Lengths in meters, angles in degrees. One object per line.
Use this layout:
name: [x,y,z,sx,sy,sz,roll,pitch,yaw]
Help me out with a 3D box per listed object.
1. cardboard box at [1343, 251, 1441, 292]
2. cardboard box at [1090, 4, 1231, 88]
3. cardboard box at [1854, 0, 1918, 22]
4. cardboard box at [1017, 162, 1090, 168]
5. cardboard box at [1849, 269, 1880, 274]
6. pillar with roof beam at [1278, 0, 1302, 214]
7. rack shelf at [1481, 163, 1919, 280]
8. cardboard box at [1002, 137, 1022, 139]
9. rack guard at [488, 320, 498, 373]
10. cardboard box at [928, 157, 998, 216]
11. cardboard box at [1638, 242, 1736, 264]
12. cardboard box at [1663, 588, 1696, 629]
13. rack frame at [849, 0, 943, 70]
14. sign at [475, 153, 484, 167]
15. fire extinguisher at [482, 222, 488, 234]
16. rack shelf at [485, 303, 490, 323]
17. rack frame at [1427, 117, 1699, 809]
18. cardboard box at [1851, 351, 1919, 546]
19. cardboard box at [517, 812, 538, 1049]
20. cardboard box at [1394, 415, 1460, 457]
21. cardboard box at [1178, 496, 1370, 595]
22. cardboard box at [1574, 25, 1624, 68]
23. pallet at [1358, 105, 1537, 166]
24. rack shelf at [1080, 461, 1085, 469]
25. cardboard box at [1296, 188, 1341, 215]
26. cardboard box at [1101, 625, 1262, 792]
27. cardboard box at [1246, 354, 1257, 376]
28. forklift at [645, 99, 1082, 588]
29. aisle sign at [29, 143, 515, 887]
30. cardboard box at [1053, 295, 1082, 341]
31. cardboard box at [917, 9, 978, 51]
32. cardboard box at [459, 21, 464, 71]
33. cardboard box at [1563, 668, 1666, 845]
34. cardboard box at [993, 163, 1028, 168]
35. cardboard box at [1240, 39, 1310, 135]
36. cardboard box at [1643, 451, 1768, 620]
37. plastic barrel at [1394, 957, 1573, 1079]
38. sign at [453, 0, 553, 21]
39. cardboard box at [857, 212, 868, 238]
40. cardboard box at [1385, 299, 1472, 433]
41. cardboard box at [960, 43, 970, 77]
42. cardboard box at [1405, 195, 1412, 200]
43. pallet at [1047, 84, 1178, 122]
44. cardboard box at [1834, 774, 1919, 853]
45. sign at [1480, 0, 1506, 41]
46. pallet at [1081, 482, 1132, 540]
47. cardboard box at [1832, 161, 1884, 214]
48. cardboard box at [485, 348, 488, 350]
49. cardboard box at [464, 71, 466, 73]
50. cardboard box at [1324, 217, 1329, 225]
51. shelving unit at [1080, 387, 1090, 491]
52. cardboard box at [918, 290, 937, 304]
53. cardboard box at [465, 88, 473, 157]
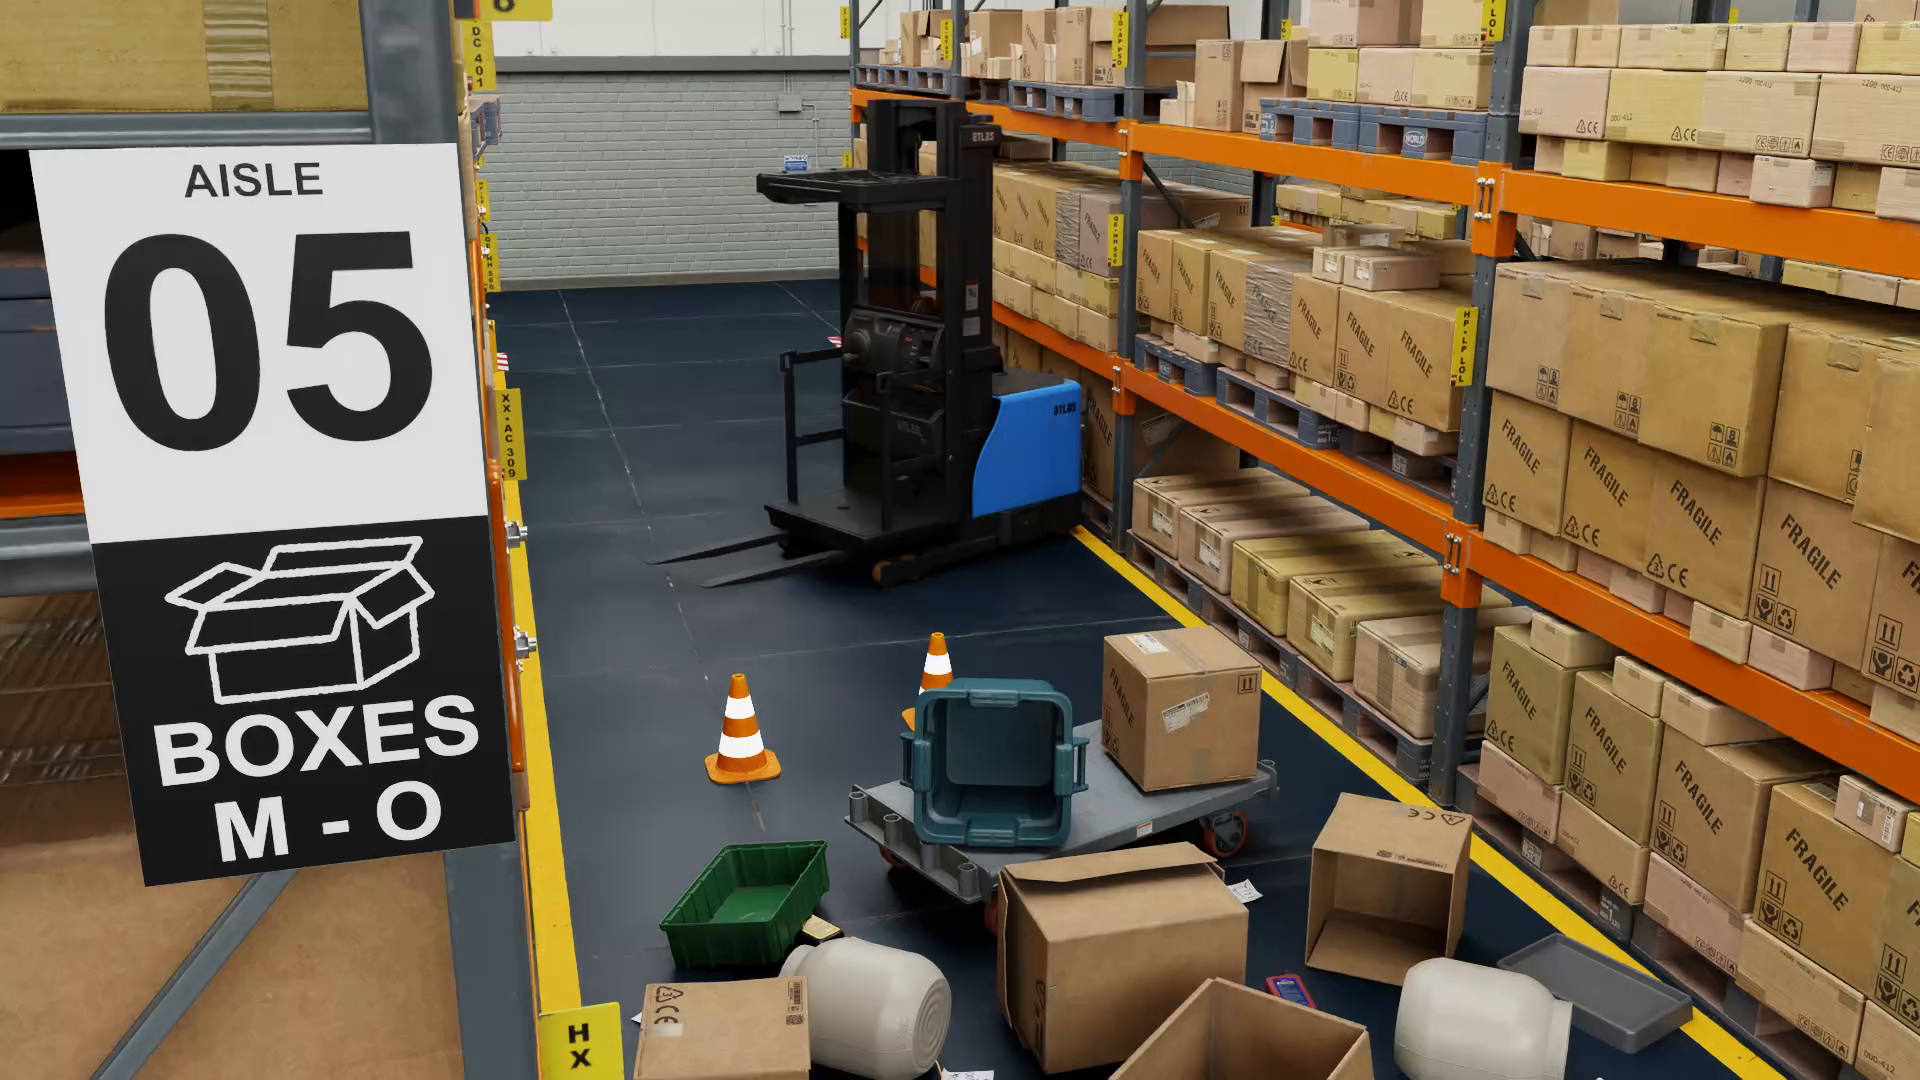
cardboard box: [2.074,-1.291,7.987,0.380,0.149,0.250,-5,17,-17]
cardboard box: [1.272,-3.175,10.685,0.797,0.503,0.637,-6,18,-19]
cardboard box: [6.257,-3.303,10.942,0.500,0.500,0.500,-5,17,-15]
cardboard box: [0.786,-2.925,14.064,0.500,0.500,0.500,-4,17,-13]
cardboard box: [6.267,-1.893,11.240,0.380,0.149,0.250,-4,17,-14]
pillar with roof beam: [0.080,-7.352,20.285,9.100,9.000,0.400,-5,17,-15]
rack shelf: [3.170,-0.828,5.031,1.077,0.370,4.000,-5,17,-15]
cardboard box: [0.388,-3.584,15.131,0.380,0.149,0.250,-5,17,-16]
rack guard: [-5.389,-1.971,17.145,1.175,0.500,0.348,-5,17,-15]
cardboard box: [0.026,-3.138,14.771,0.500,0.500,0.500,-5,17,-16]
cardboard box: [5.691,-2.185,13.042,0.500,0.250,0.500,-6,18,-18]
cardboard box: [2.758,0.223,5.933,0.380,0.149,0.250,-5,17,-16]
rack frame: [-0.678,-6.482,17.388,1.000,3.000,0.127,-5,17,-15]
sign: [-4.870,-3.933,16.771,0.100,0.325,0.005,-5,17,-15]
fire extinguisher: [-5.035,-3.080,17.273,0.296,0.674,0.183,-5,17,-15]
rack shelf: [-4.860,-2.291,15.117,1.077,0.370,4.000,-5,17,-15]
rack frame: [2.620,-0.289,7.201,1.000,3.000,0.127,-5,17,-15]
cardboard box: [2.998,-0.250,4.640,0.700,0.500,0.500,-5,17,-16]
cardboard box: [-1.363,0.750,3.479,0.875,0.550,0.550,-5,17,-15]
cardboard box: [2.213,-0.491,7.578,0.380,0.149,0.250,-4,17,-14]
cardboard box: [1.877,0.022,10.002,0.950,0.372,0.625,-5,17,-16]
cardboard box: [2.492,-1.805,6.083,0.380,0.149,0.250,-4,17,-14]
pallet: [2.553,-1.815,7.393,1.213,0.211,1.003,-5,17,-15]
rack shelf: [0.737,-0.537,11.923,0.258,0.077,0.200,-1,12,-22]
cardboard box: [4.098,-3.786,18.587,0.500,0.250,0.500,-5,17,-15]
cardboard box: [0.917,0.694,6.956,0.500,0.500,0.500,-5,17,-15]
cardboard box: [1.820,-0.998,9.269,0.380,0.149,0.250,-4,17,-13]
forklift: [-0.590,-1.274,10.598,3.031,2.935,1.130,-14,22,-40]
aisle sign: [-0.704,-0.013,1.761,0.394,0.787,0.004,-5,17,-15]
cardboard box: [0.977,-1.583,11.770,0.500,0.250,0.500,-4,17,-14]
cardboard box: [0.020,-4.608,15.280,0.797,0.503,0.637,-3,17,-11]
cardboard box: [-1.591,-1.370,4.426,0.500,0.250,0.500,-5,17,-15]
cardboard box: [2.681,0.799,6.324,0.500,0.500,0.500,-4,17,-13]
cardboard box: [0.266,-2.884,13.929,0.500,0.500,0.500,-4,17,-15]
cardboard box: [1.967,-2.462,9.041,0.797,0.503,0.637,-5,17,-15]
cardboard box: [2.759,-0.059,5.743,0.500,0.500,0.500,-5,17,-16]
plastic barrel: [1.696,1.599,5.392,0.512,0.421,0.421,7,18,23]
sign: [-0.477,-0.699,1.694,0.100,0.325,0.005,-5,17,-15]
cardboard box: [-0.822,-3.501,17.719,0.500,0.500,0.500,-5,17,-16]
cardboard box: [2.272,-0.790,7.448,0.500,0.500,0.500,-5,17,-16]
cardboard box: [0.223,-3.909,13.542,0.396,0.266,0.258,-5,17,-16]
cardboard box: [4.891,-3.542,17.772,0.500,0.250,0.500,-5,17,-15]
pallet: [1.293,-2.916,11.059,1.213,0.211,1.003,-4,17,-13]
cardboard box: [2.946,0.823,5.116,0.380,0.149,0.250,-4,17,-13]
sign: [2.087,-2.117,6.489,0.100,0.325,0.005,-5,17,-15]
pallet: [1.377,-0.284,12.031,1.003,0.211,1.213,-5,17,-15]
cardboard box: [2.894,-1.073,5.031,0.380,0.149,0.250,-5,17,-15]
cardboard box: [-2.556,-0.645,8.210,0.500,0.500,0.500,-5,17,-16]
cardboard box: [-1.635,-1.290,4.852,0.380,0.149,0.250,-4,17,-14]
cardboard box: [4.229,-3.485,18.275,0.380,0.149,0.250,-4,17,-14]
shelving unit: [0.744,-0.658,11.900,0.258,0.900,0.210,-1,12,-22]
cardboard box: [-0.400,-2.408,17.978,0.875,0.438,0.875,-5,18,-17]
cardboard box: [-1.145,-0.798,3.214,0.380,0.149,0.250,-5,17,-16]
